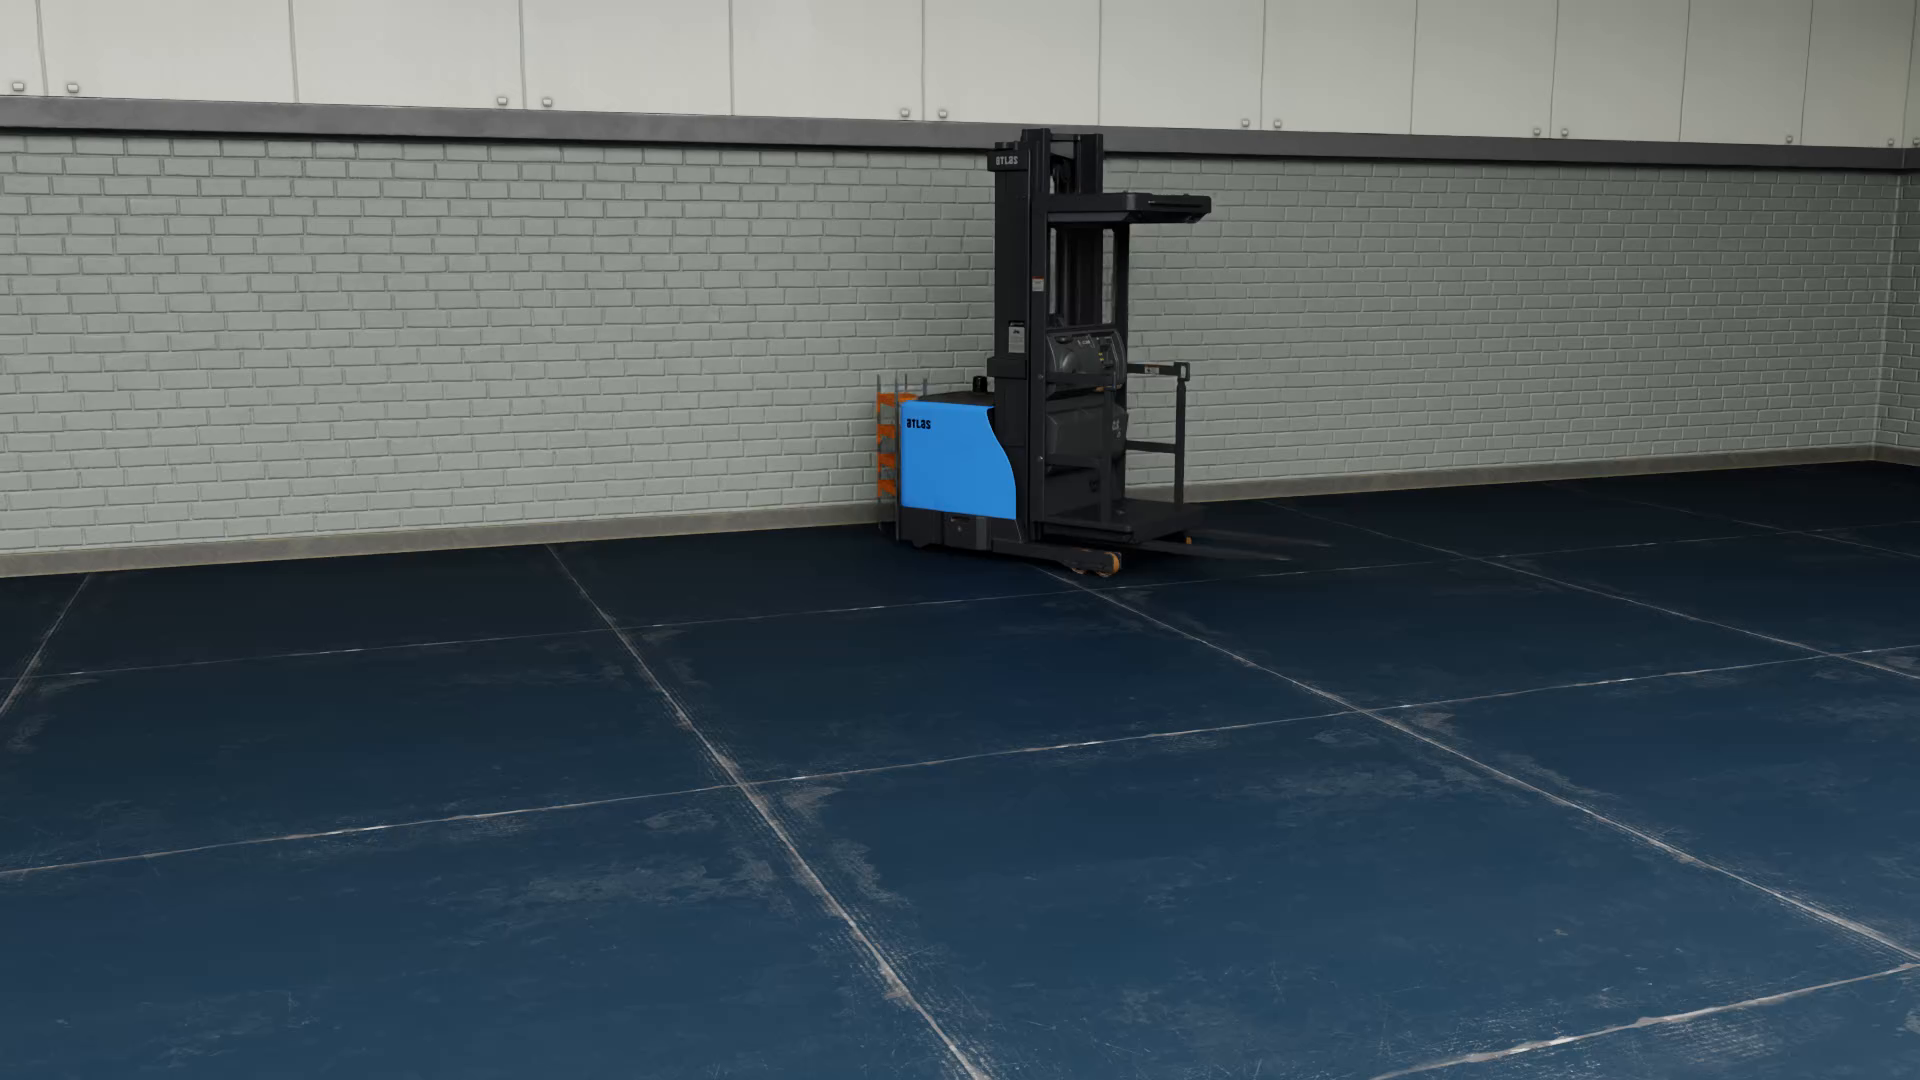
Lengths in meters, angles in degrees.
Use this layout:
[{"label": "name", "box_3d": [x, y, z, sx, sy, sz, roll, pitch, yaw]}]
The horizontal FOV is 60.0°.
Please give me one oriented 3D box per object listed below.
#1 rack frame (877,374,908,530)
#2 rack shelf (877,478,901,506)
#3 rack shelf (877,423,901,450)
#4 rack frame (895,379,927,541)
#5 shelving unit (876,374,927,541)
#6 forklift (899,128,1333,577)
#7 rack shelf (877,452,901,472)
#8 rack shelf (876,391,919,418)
[{"label": "rack frame", "box_3d": [-0.515, -0.672, 12.773, 0.240, 1.200, 0.015, -3, 11, -18]}, {"label": "rack shelf", "box_3d": [-0.439, -0.370, 12.591, 0.258, 0.148, 0.480, -3, 11, -18]}, {"label": "rack shelf", "box_3d": [-0.439, -0.786, 12.517, 0.258, 0.148, 0.480, -3, 11, -18]}, {"label": "rack frame", "box_3d": [-0.363, -0.591, 12.317, 0.240, 1.200, 0.015, -3, 11, -18]}, {"label": "shelving unit", "box_3d": [-0.439, -0.632, 12.545, 0.258, 1.200, 0.503, -3, 11, -18]}, {"label": "forklift", "box_3d": [1.045, -1.302, 11.373, 3.031, 2.935, 1.130, 7, 12, 36]}, {"label": "rack shelf", "box_3d": [-0.439, -0.565, 12.557, 0.258, 0.148, 0.480, -3, 11, -18]}, {"label": "rack shelf", "box_3d": [-0.439, -1.018, 12.476, 0.258, 0.148, 0.480, -3, 11, -18]}]
